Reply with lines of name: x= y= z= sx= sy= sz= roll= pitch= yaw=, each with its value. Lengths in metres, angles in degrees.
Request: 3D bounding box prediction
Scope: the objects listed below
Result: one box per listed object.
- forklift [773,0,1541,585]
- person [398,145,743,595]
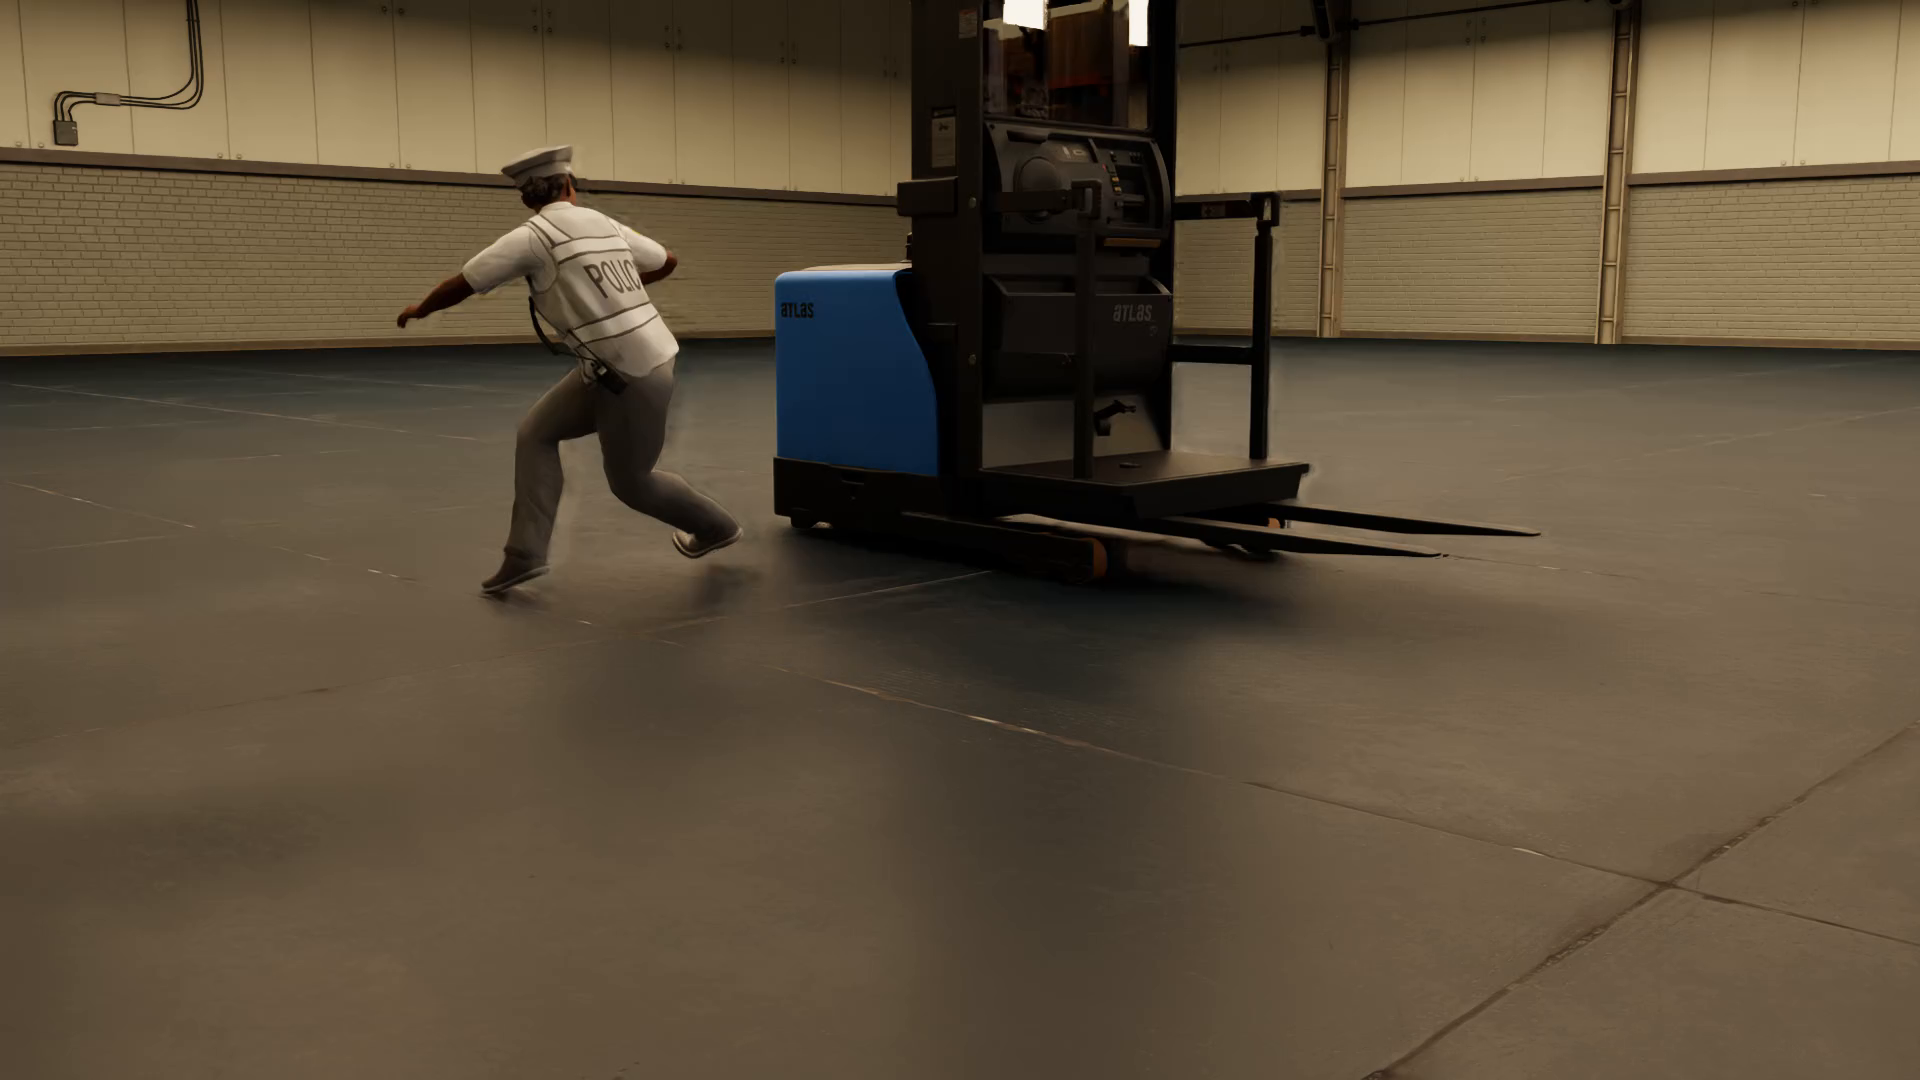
forklift: x=0.598 y=-1.382 z=6.049 sx=1.130 sy=2.935 sz=3.031 roll=-8 pitch=12 yaw=-43
person: x=-1.321 y=-0.573 z=5.628 sx=1.045 sy=1.464 sz=0.856 roll=1 pitch=9 yaw=6
